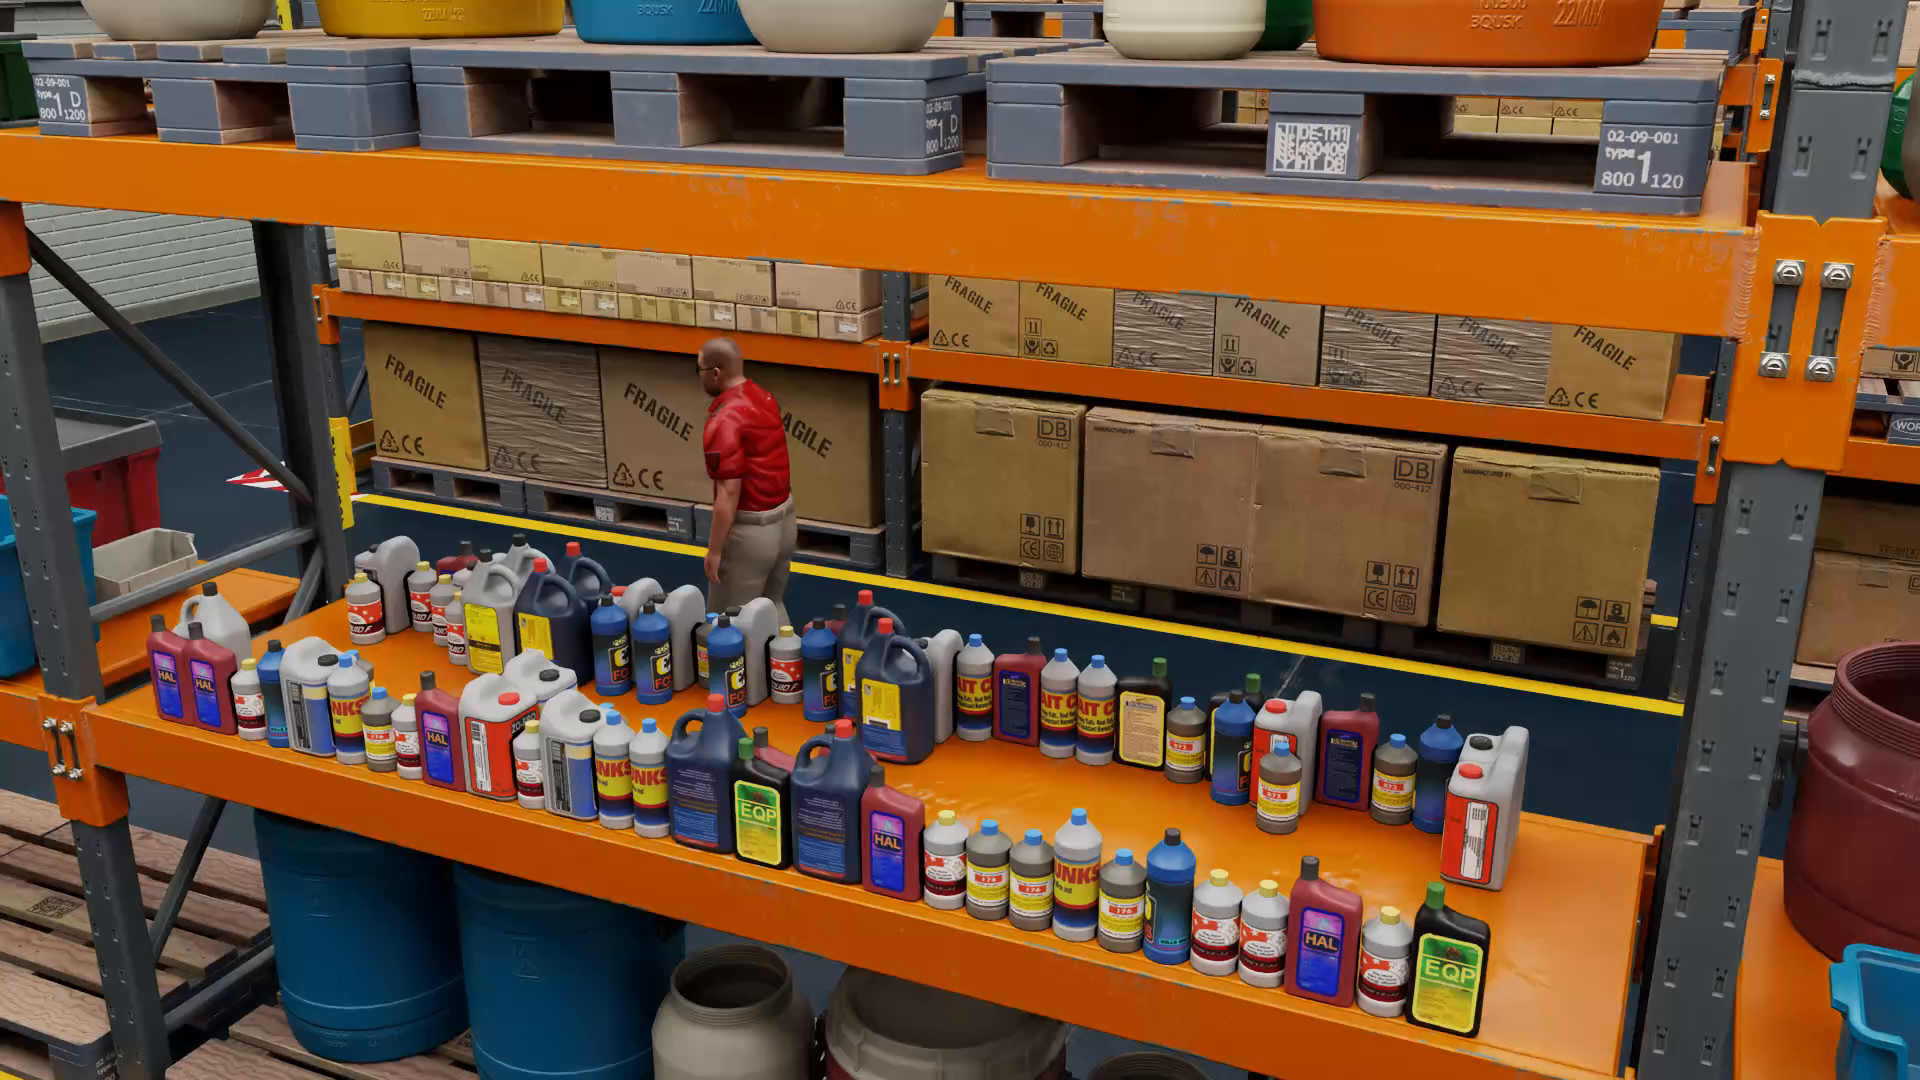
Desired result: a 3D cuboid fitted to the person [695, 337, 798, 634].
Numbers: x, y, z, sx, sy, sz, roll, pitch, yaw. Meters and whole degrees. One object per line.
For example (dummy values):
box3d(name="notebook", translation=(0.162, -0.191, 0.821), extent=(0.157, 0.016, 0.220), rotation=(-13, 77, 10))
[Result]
box3d(name="person", translation=(-0.922, -0.024, 7.157), extent=(0.394, 1.726, 0.604), rotation=(7, 20, 19))
